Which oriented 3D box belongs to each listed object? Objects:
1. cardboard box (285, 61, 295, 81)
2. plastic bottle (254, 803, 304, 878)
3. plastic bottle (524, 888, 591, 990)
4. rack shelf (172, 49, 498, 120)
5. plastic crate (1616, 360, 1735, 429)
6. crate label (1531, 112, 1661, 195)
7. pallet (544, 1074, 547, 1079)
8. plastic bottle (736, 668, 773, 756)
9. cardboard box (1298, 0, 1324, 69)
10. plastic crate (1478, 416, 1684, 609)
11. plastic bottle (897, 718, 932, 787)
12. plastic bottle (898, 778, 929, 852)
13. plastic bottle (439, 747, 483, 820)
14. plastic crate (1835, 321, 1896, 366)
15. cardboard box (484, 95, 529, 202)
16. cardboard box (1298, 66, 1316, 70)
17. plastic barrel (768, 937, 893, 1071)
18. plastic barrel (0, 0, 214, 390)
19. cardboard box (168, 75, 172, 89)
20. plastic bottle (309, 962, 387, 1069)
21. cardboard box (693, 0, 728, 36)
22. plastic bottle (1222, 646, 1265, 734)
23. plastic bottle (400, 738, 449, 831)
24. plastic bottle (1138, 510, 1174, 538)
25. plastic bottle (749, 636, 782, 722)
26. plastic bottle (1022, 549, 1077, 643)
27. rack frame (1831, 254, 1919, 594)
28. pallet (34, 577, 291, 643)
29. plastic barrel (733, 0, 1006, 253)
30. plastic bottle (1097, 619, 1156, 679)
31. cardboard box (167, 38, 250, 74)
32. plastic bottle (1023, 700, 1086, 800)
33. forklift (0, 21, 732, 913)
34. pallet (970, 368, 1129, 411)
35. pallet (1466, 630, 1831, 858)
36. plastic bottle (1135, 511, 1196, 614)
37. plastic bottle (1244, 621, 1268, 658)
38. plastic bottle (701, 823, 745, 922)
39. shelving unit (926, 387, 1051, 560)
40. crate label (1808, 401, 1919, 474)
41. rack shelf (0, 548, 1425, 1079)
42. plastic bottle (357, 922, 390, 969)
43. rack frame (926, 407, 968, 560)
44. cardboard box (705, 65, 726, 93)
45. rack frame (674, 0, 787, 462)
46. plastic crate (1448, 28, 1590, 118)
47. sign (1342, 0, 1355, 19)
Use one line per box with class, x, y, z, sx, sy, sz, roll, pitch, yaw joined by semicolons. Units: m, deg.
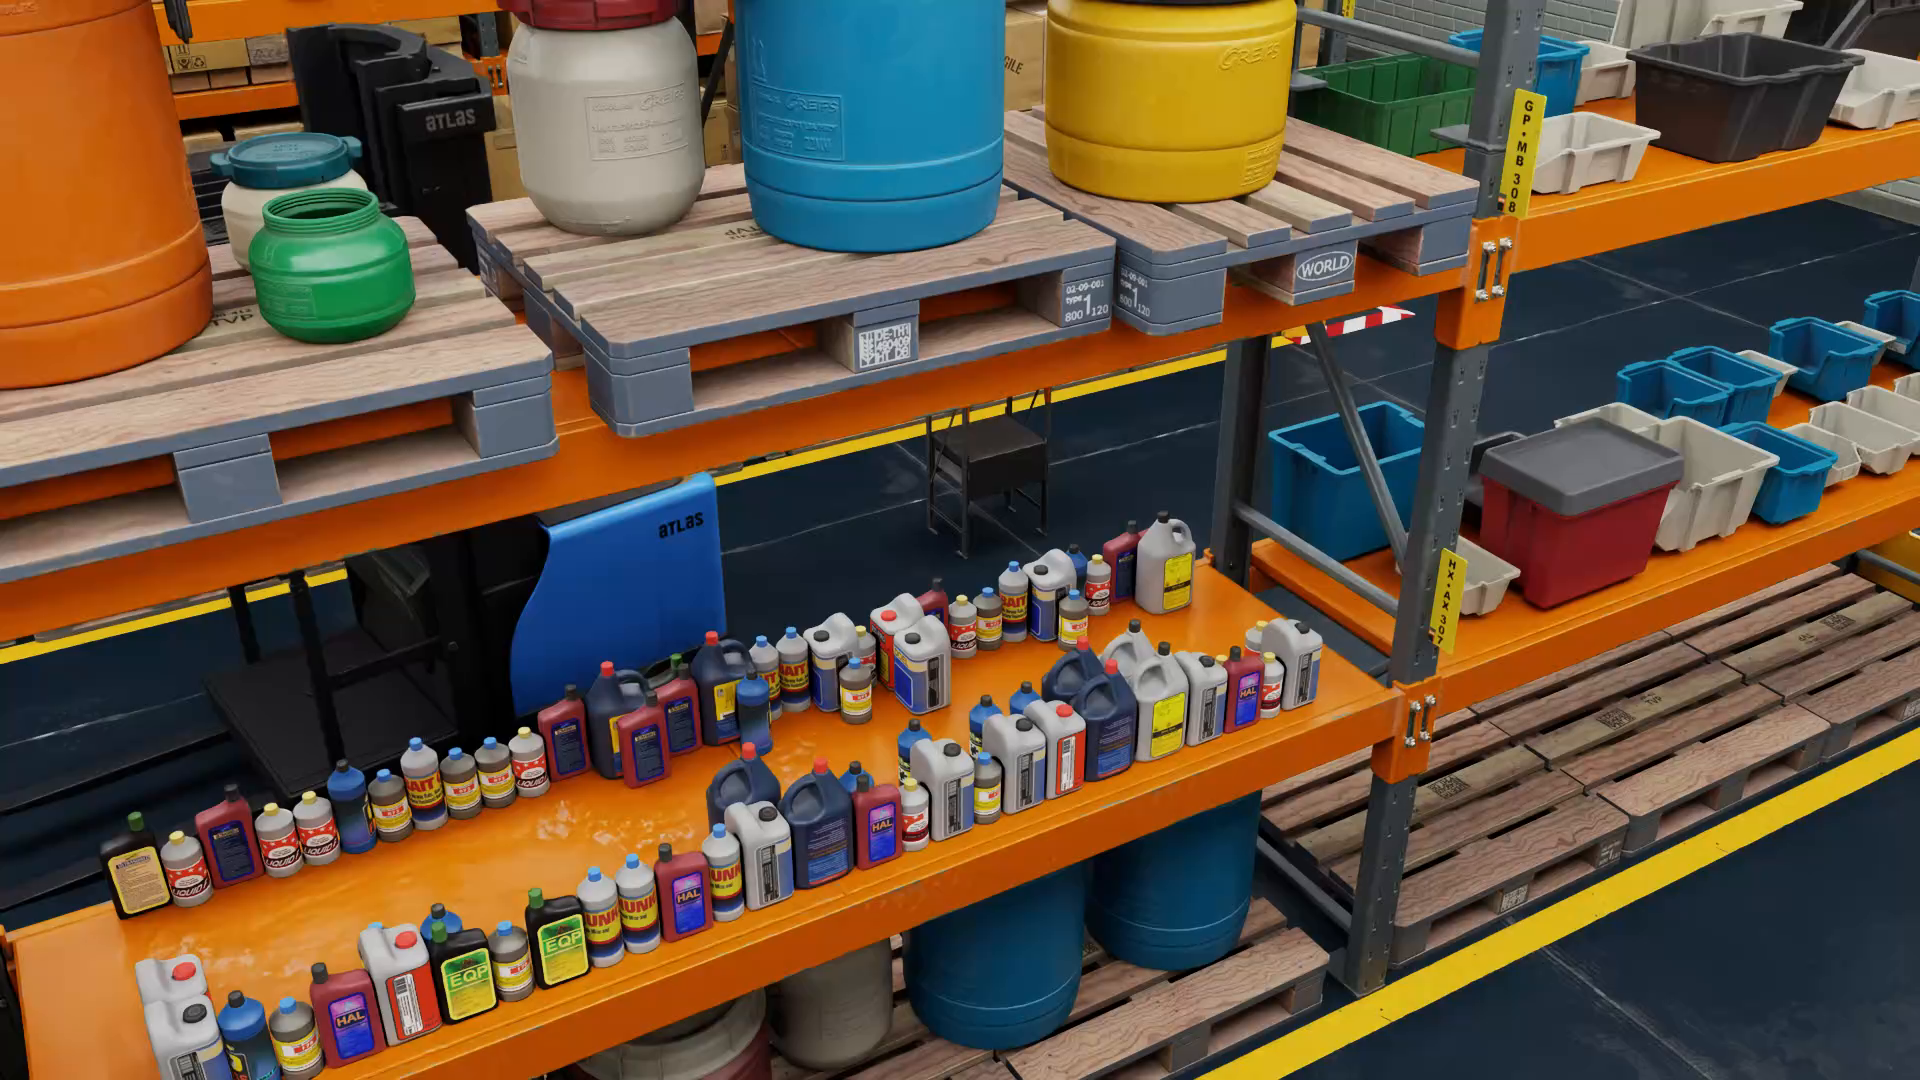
cardboard box;-4.866;-3.510;12.246;0.250;0.149;0.380;-16;33;-26
plastic bottle;-1.813;0.789;4.421;0.097;0.201;0.097;0;29;0
plastic bottle;-0.980;0.953;4.040;0.133;0.283;0.061;-16;33;-26
rack shelf;-5.548;-3.245;12.271;4.000;0.370;1.077;-16;33;-26
plastic crate;2.870;-0.536;6.728;0.300;0.233;0.416;-16;33;-26
crate label;1.764;-1.120;4.844;0.466;0.136;0.293;-16;33;-26
pallet;-1.595;2.067;4.786;1.213;0.211;1.003;-16;33;-26
plastic bottle;-0.604;0.496;4.879;0.097;0.271;0.097;0;29;0
cardboard box;1.893;-3.224;10.350;0.500;0.500;0.500;-16;33;-27
plastic crate;2.092;-0.091;5.682;0.583;0.464;0.402;-16;33;-26
plastic bottle;-0.126;0.620;4.656;0.097;0.271;0.097;0;29;0
plastic bottle;-0.133;0.738;4.514;0.097;0.201;0.097;0;29;0
plastic bottle;-1.393;0.670;4.637;0.097;0.201;0.097;0;29;0
plastic crate;3.946;-0.845;7.388;0.298;0.136;0.250;-16;33;-26
cardboard box;-2.393;-1.997;8.727;0.500;0.500;0.700;-11;31;-19
cardboard box;1.889;-2.787;10.592;0.500;0.500;0.500;-15;32;-25
plastic barrel;-0.425;1.383;5.280;0.421;0.512;0.421;0;29;0
plastic barrel;-1.763;-0.767;3.051;0.708;0.830;0.600;-16;33;-26
cardboard box;-5.776;-3.280;11.829;0.250;0.149;0.380;-15;32;-26
plastic bottle;-1.410;1.075;3.819;0.133;0.283;0.061;-16;33;-26
cardboard box;-2.093;-4.666;13.790;0.700;0.700;0.980;-18;33;-29
plastic bottle;0.843;0.435;4.978;0.133;0.283;0.061;-16;33;-26
plastic bottle;-1.477;0.663;4.576;0.097;0.271;0.097;0;29;0
plastic bottle;0.663;0.040;5.693;0.133;0.283;0.061;-16;33;-26
plastic bottle;-0.593;0.412;5.031;0.097;0.271;0.097;0;29;0
plastic bottle;0.288;0.176;5.456;0.135;0.276;0.152;-16;33;-26
rack frame;4.644;-0.902;7.280;0.127;3.000;1.000;-16;33;-26
pallet;-4.097;0.046;8.449;1.213;0.211;1.003;-16;33;-26
plastic barrel;-0.199;-1.158;3.686;0.708;0.901;0.600;-16;33;-26
plastic bottle;0.496;0.400;4.972;0.185;0.351;0.144;-16;33;-26
cardboard box;-5.394;-3.642;11.813;0.500;0.500;0.500;-15;32;-25
plastic bottle;0.269;0.576;4.731;0.135;0.276;0.152;-16;33;-26
forklift;-2.488;-0.345;6.343;3.031;2.935;1.130;-21;35;-33
pallet;0.335;-1.234;10.769;1.213;0.211;1.003;-16;33;-26
pallet;2.863;0.801;7.080;1.213;0.211;1.003;-16;33;-26
plastic bottle;0.693;0.060;5.588;0.185;0.351;0.144;-16;33;-26
plastic bottle;0.940;0.348;5.221;0.097;0.201;0.097;0;29;0
plastic bottle;-0.607;0.842;4.253;0.097;0.271;0.097;0;29;0
shelving unit;0.143;-0.960;8.316;0.503;2.100;0.431;-16;33;-26
crate label;3.548;-0.394;6.571;0.243;0.136;0.396;-16;33;-26
rack shelf;-0.529;0.882;4.792;4.000;0.370;1.077;-16;33;-26
plastic bottle;-1.397;1.011;4.018;0.097;0.201;0.097;0;29;0
rack frame;-0.068;-0.900;8.208;0.015;2.100;0.400;-16;33;-26
cardboard box;-2.014;-3.992;14.361;0.250;0.149;0.380;-15;32;-26
rack frame;-1.311;-1.987;9.246;0.127;3.000;1.000;-16;33;-26
plastic crate;1.818;-1.519;5.466;0.300;0.233;0.416;-16;33;-26
sign;2.402;-3.376;10.237;0.005;0.325;0.100;-16;33;-26
